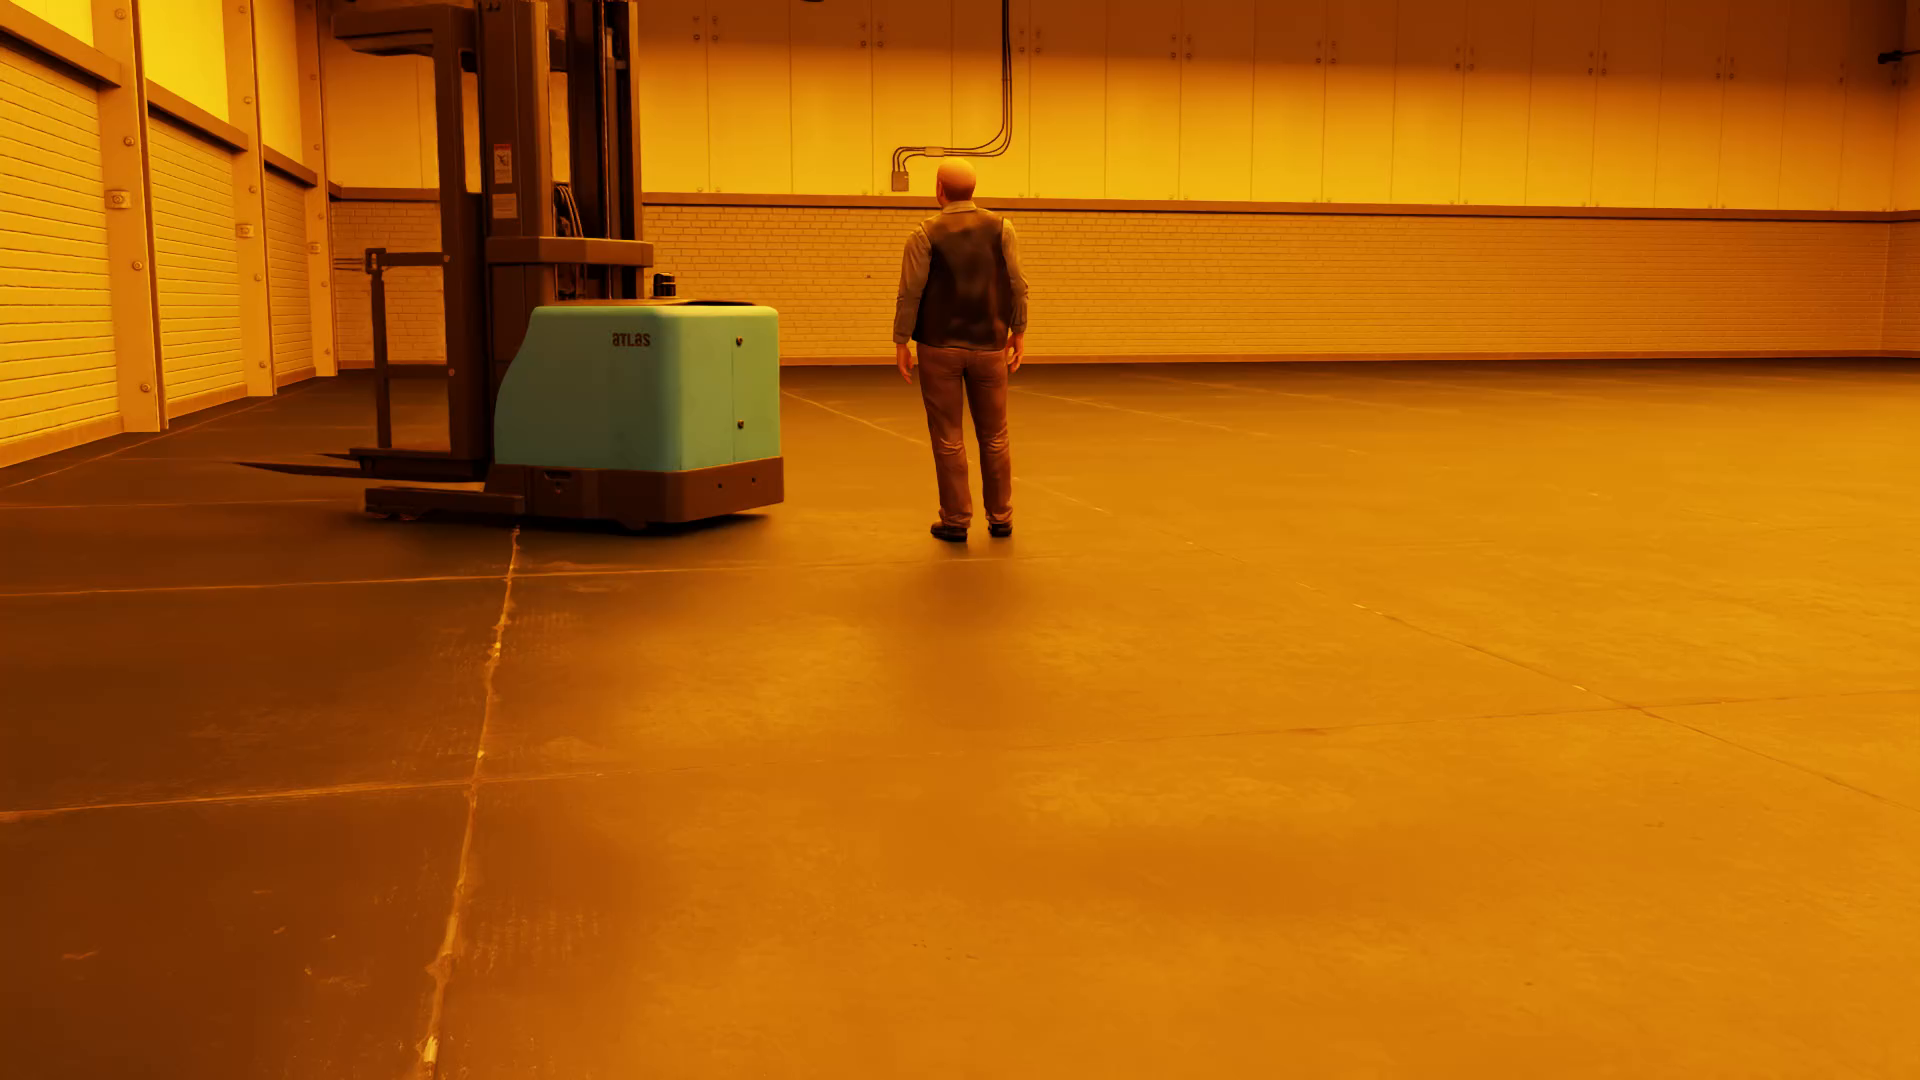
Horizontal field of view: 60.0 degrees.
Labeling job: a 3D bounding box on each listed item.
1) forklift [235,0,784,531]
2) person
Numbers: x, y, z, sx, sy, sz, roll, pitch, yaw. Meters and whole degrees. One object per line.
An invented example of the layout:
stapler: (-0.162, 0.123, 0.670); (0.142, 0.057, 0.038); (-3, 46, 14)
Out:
forklift: (-2.467, -1.608, 8.617); (3.031, 2.935, 1.130); (4, 9, 25)
person: (-0.007, -0.868, 7.648); (0.632, 1.720, 0.568); (-2, 8, -13)
